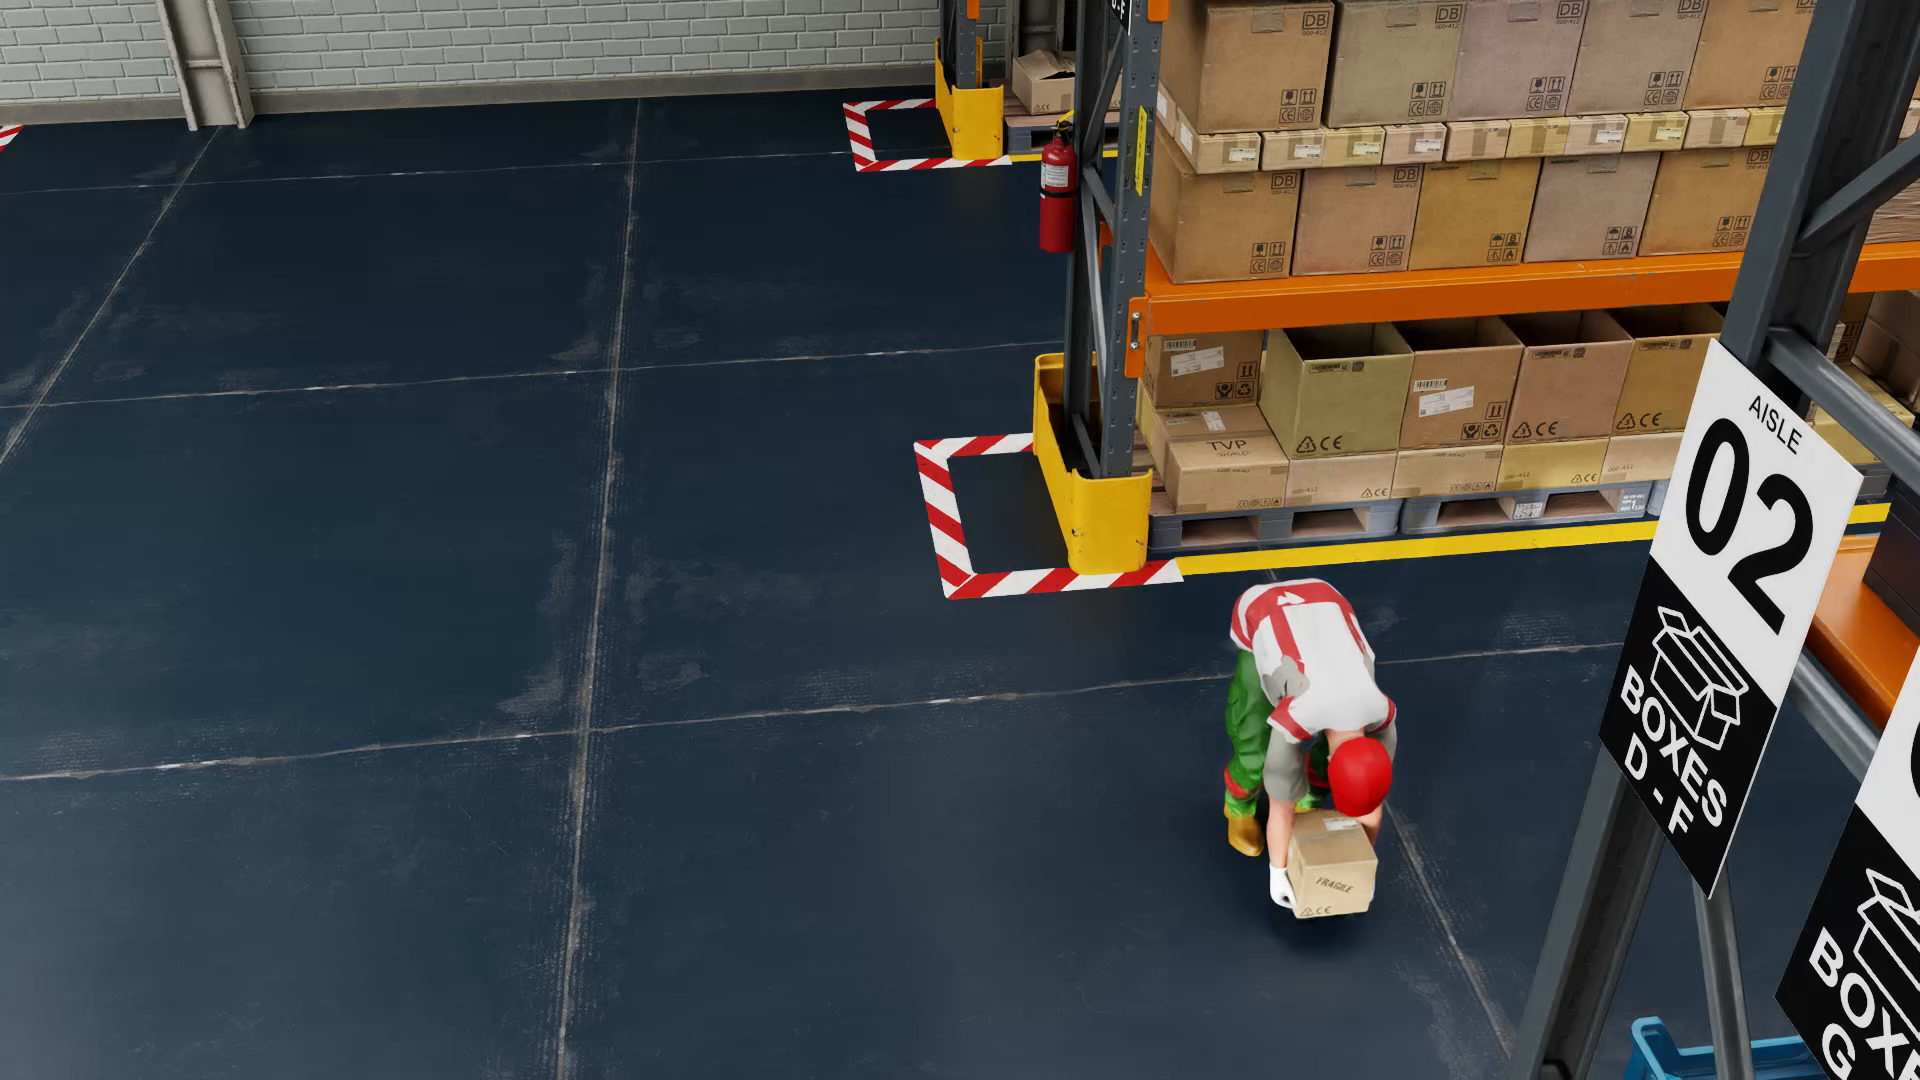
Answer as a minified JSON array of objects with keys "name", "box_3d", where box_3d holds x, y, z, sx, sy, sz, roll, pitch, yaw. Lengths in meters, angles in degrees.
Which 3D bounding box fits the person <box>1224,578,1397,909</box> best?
[{"name":"person","box_3d":[1.206,0.740,5.704,0.522,1.036,0.957,-6,35,-9]}]
